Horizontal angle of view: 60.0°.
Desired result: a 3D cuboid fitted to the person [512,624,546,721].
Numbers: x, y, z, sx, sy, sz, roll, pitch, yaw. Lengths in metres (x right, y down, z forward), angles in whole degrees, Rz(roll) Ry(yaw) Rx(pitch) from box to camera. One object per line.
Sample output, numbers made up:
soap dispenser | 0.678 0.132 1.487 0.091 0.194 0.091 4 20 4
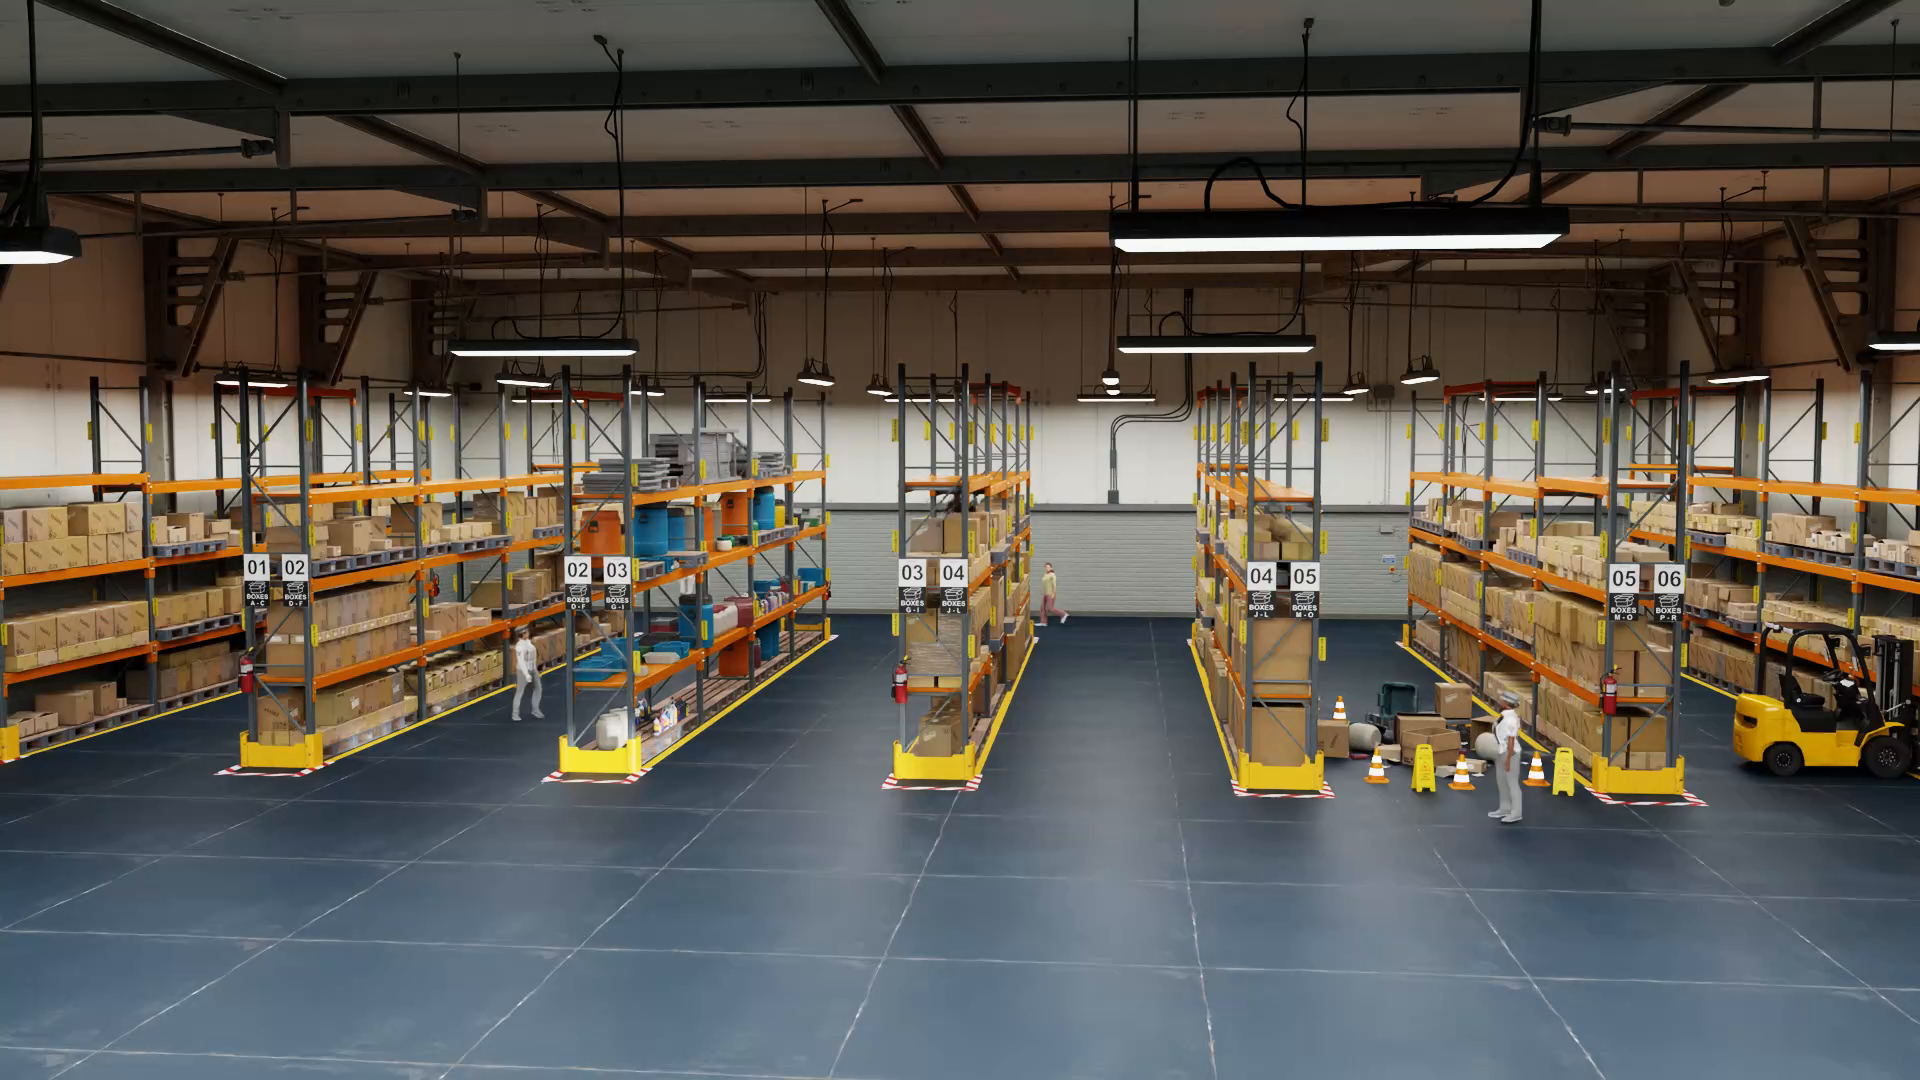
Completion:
person | -7.556 2.317 29.096 0.481 1.717 0.630 1 4 21

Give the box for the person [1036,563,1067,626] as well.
person | 2.362 1.415 43.076 0.796 1.648 0.487 -1 4 -17

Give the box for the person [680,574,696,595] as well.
person | -6.814 1.457 42.551 0.696 1.851 0.778 0 4 1

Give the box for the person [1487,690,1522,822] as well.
person | 7.043 2.778 21.491 0.399 1.696 0.487 0 4 -6
